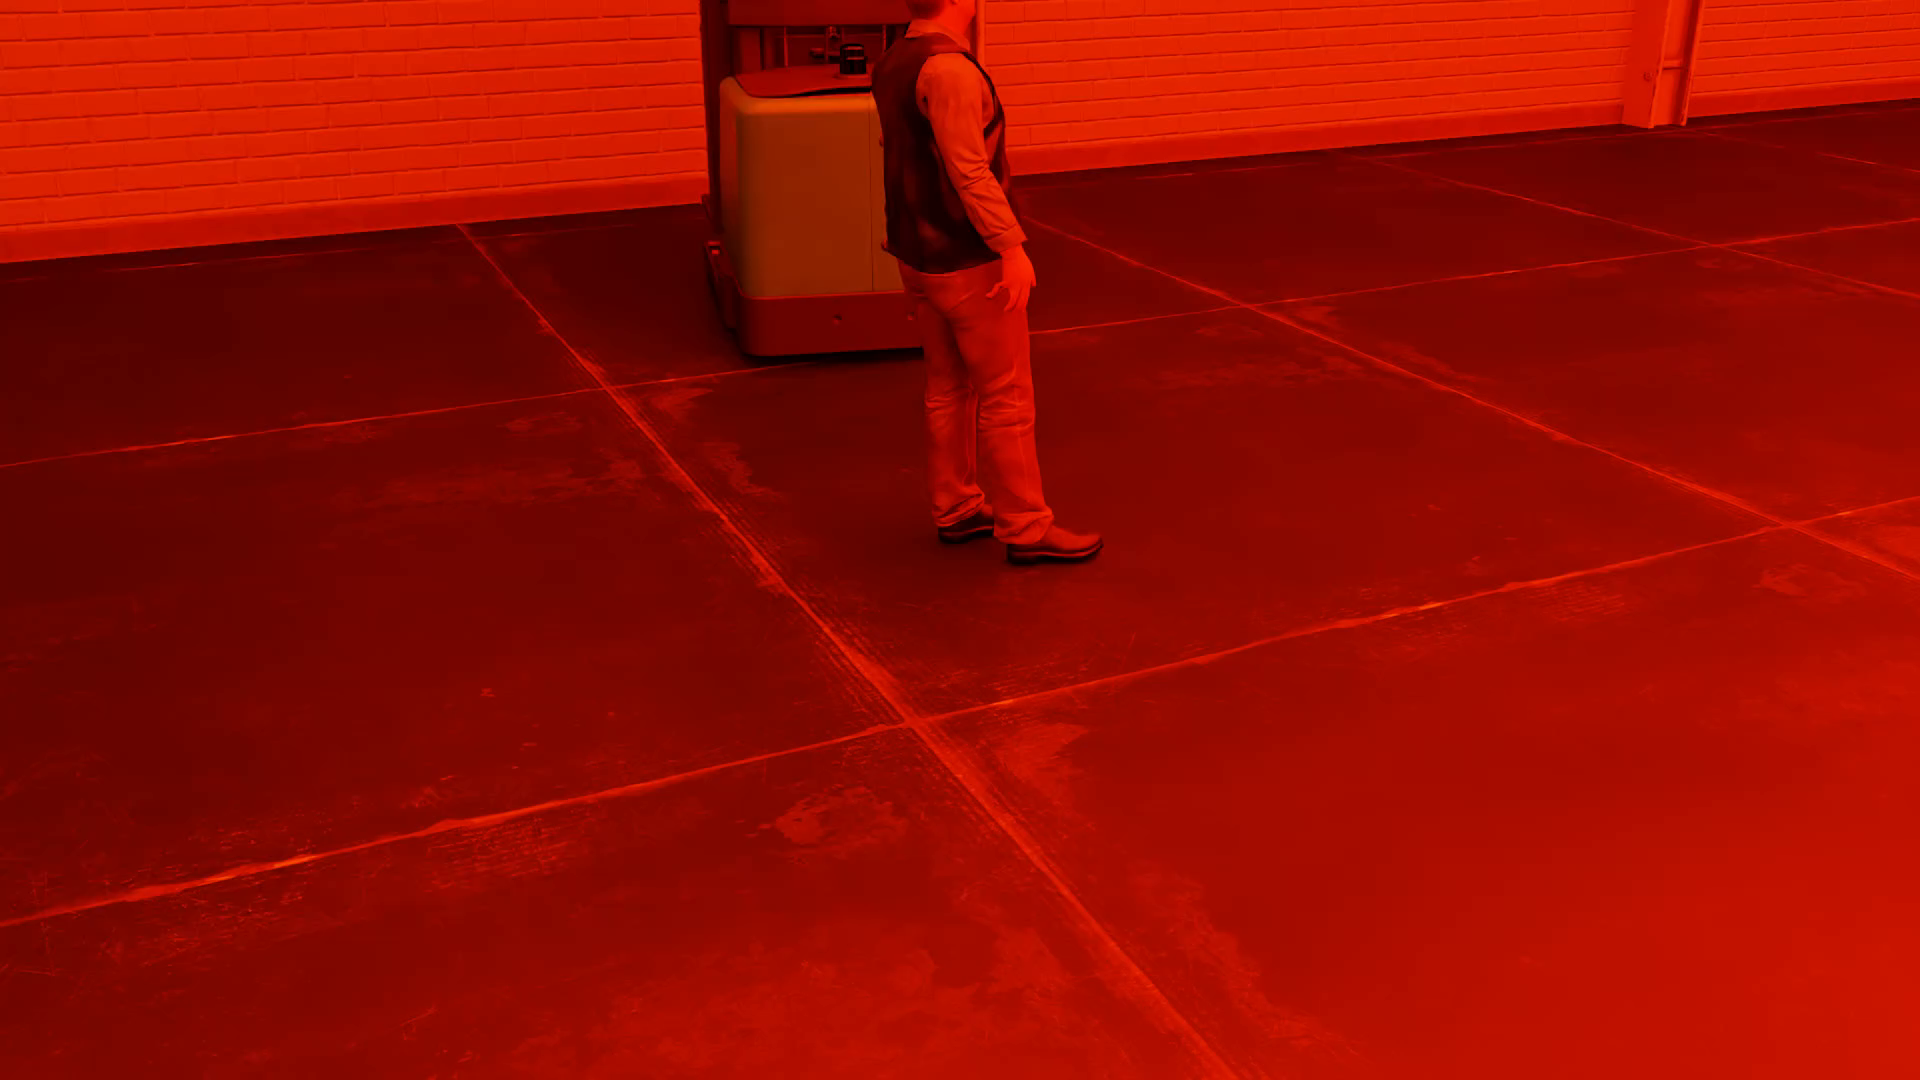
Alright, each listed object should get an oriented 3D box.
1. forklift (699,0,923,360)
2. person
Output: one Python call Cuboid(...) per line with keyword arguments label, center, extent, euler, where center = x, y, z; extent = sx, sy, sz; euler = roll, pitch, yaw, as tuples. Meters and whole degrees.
Cuboid(label="forklift", center=(-0.660, -2.610, 7.570), extent=(1.130, 2.935, 3.031), euler=(-5, 23, -11))
Cuboid(label="person", center=(0.060, -0.810, 4.792), extent=(0.566, 1.723, 0.634), euler=(-10, 25, -23))
